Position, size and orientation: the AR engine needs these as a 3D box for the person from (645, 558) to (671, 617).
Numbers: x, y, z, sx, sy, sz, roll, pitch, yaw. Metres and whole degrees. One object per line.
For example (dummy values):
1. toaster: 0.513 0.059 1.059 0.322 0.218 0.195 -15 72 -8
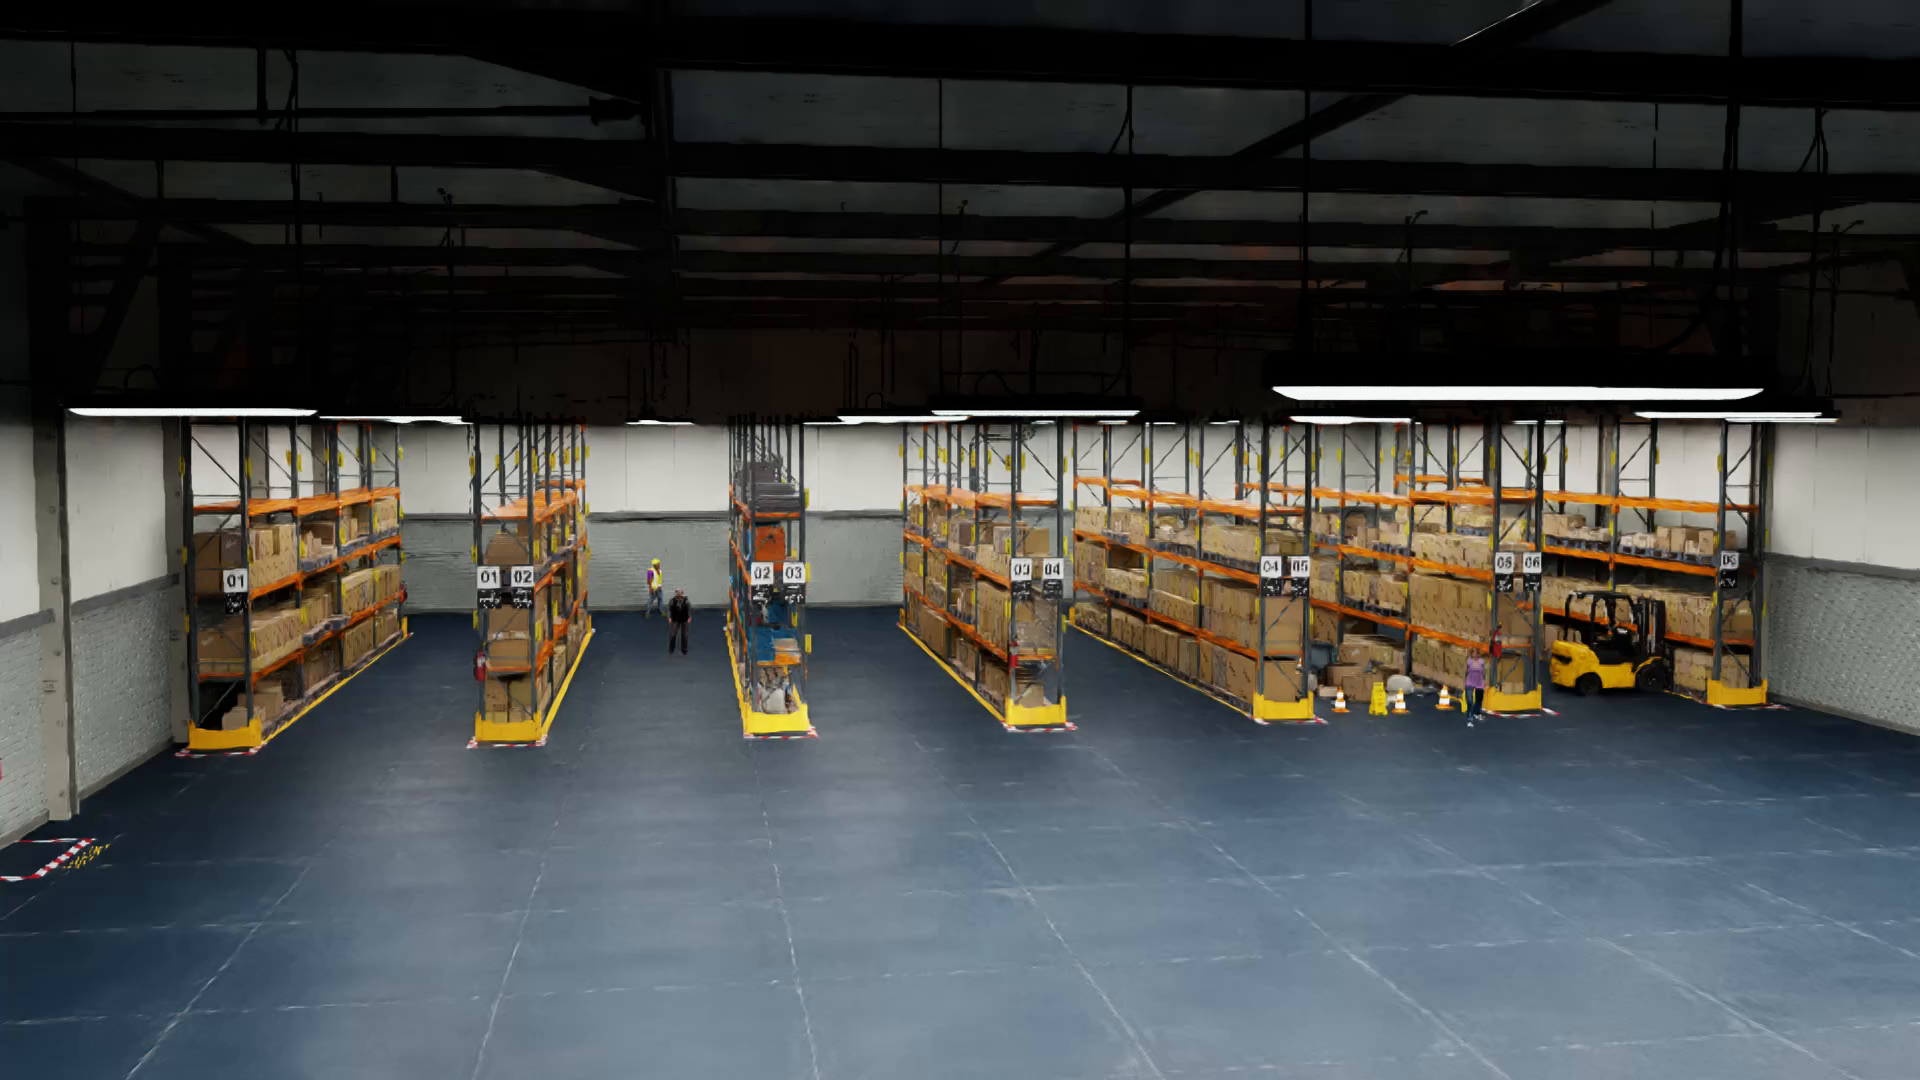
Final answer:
1. person: -9.135 1.429 50.082 0.569 1.752 0.744 2 5 31

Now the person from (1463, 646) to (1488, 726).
1. person: 9.898 2.777 31.929 0.461 1.531 0.866 1 4 12

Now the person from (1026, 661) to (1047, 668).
1. person: 1.748 2.264 39.522 0.585 1.508 1.194 0 4 -7

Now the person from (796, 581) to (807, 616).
1. person: -4.872 1.498 49.813 0.554 1.669 1.040 -1 4 -10

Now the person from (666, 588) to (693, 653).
1. person: -7.080 2.042 41.968 0.677 1.674 0.534 -1 4 -11
